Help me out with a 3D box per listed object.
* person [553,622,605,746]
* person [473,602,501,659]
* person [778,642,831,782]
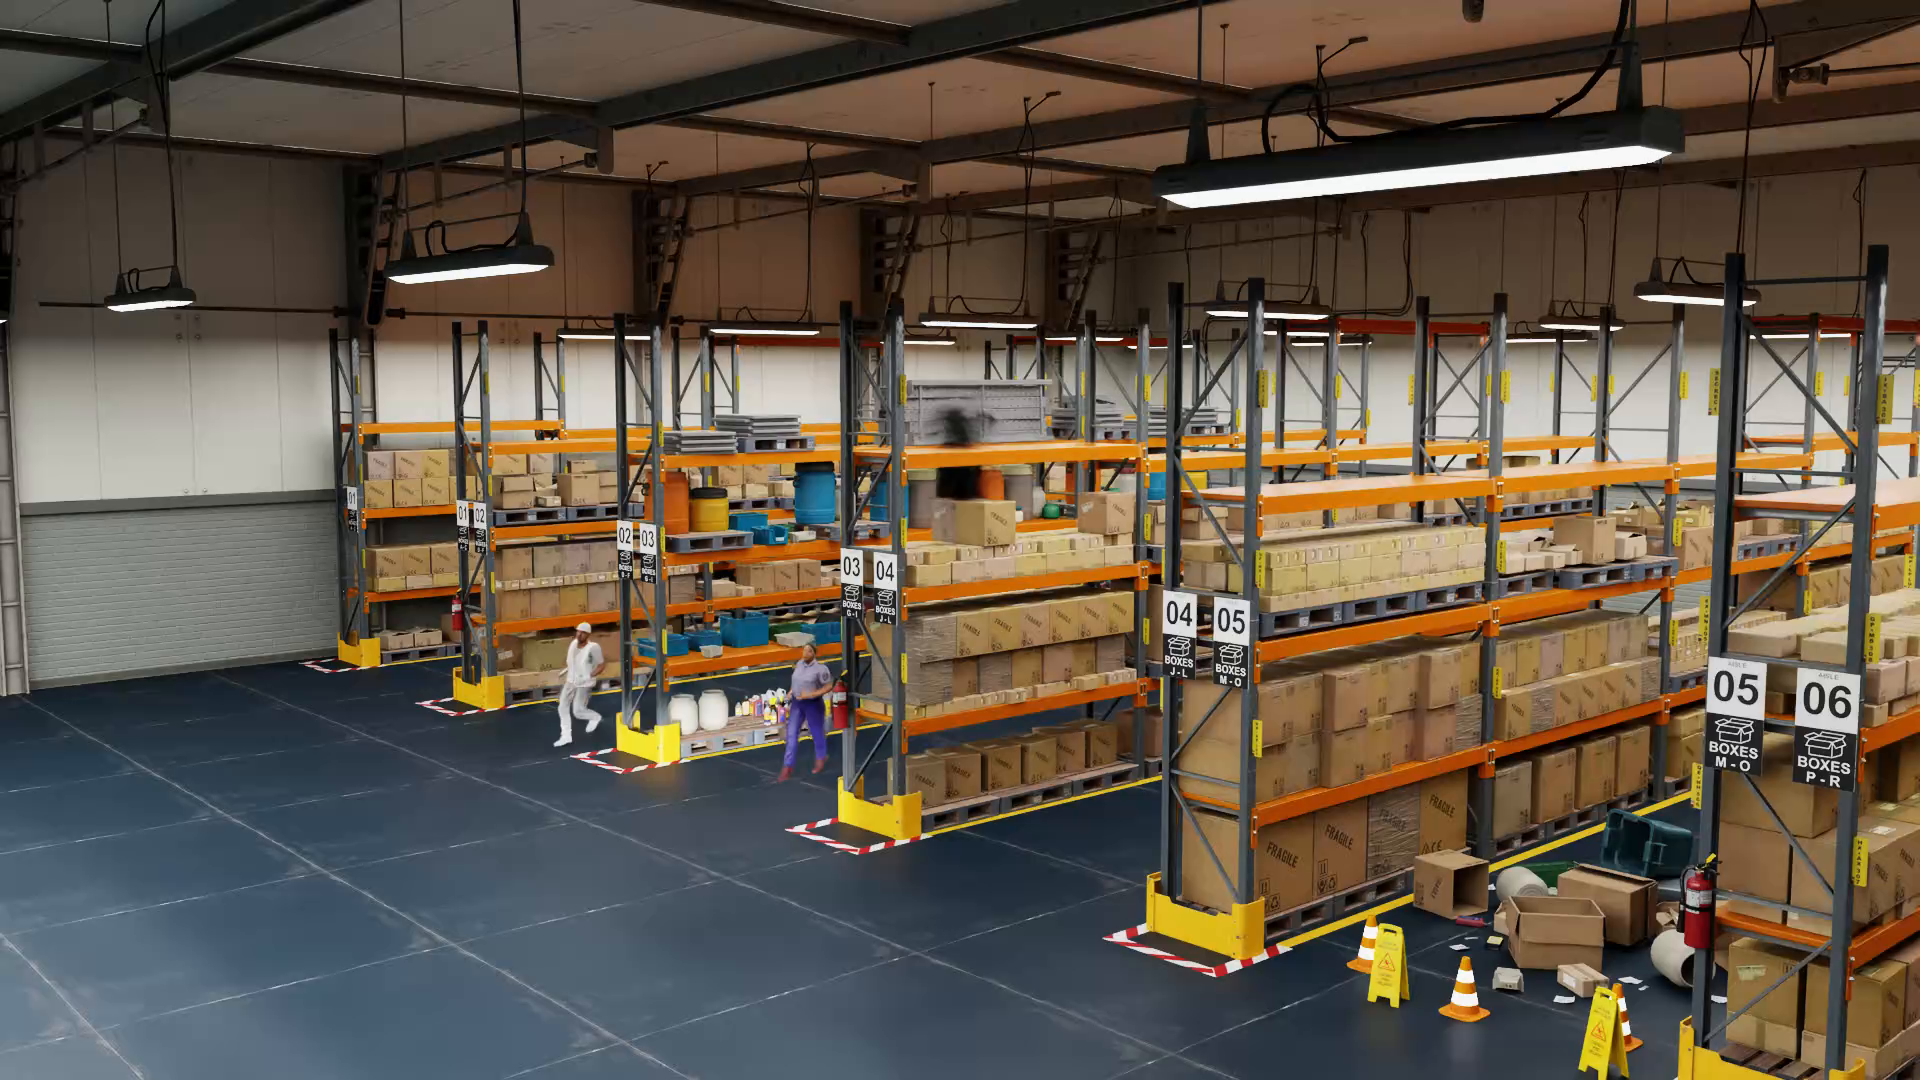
[{"bbox_3d":[-5.291,2.012,23.365,0.725,1.733,0.776,3,7,30],"label":"person"},{"bbox_3d":[-7.908,1.534,28.074,0.718,1.736,0.614,5,8,43],"label":"person"},{"bbox_3d":[-1.848,2.081,20.365,0.641,1.673,0.867,3,6,27],"label":"person"}]
